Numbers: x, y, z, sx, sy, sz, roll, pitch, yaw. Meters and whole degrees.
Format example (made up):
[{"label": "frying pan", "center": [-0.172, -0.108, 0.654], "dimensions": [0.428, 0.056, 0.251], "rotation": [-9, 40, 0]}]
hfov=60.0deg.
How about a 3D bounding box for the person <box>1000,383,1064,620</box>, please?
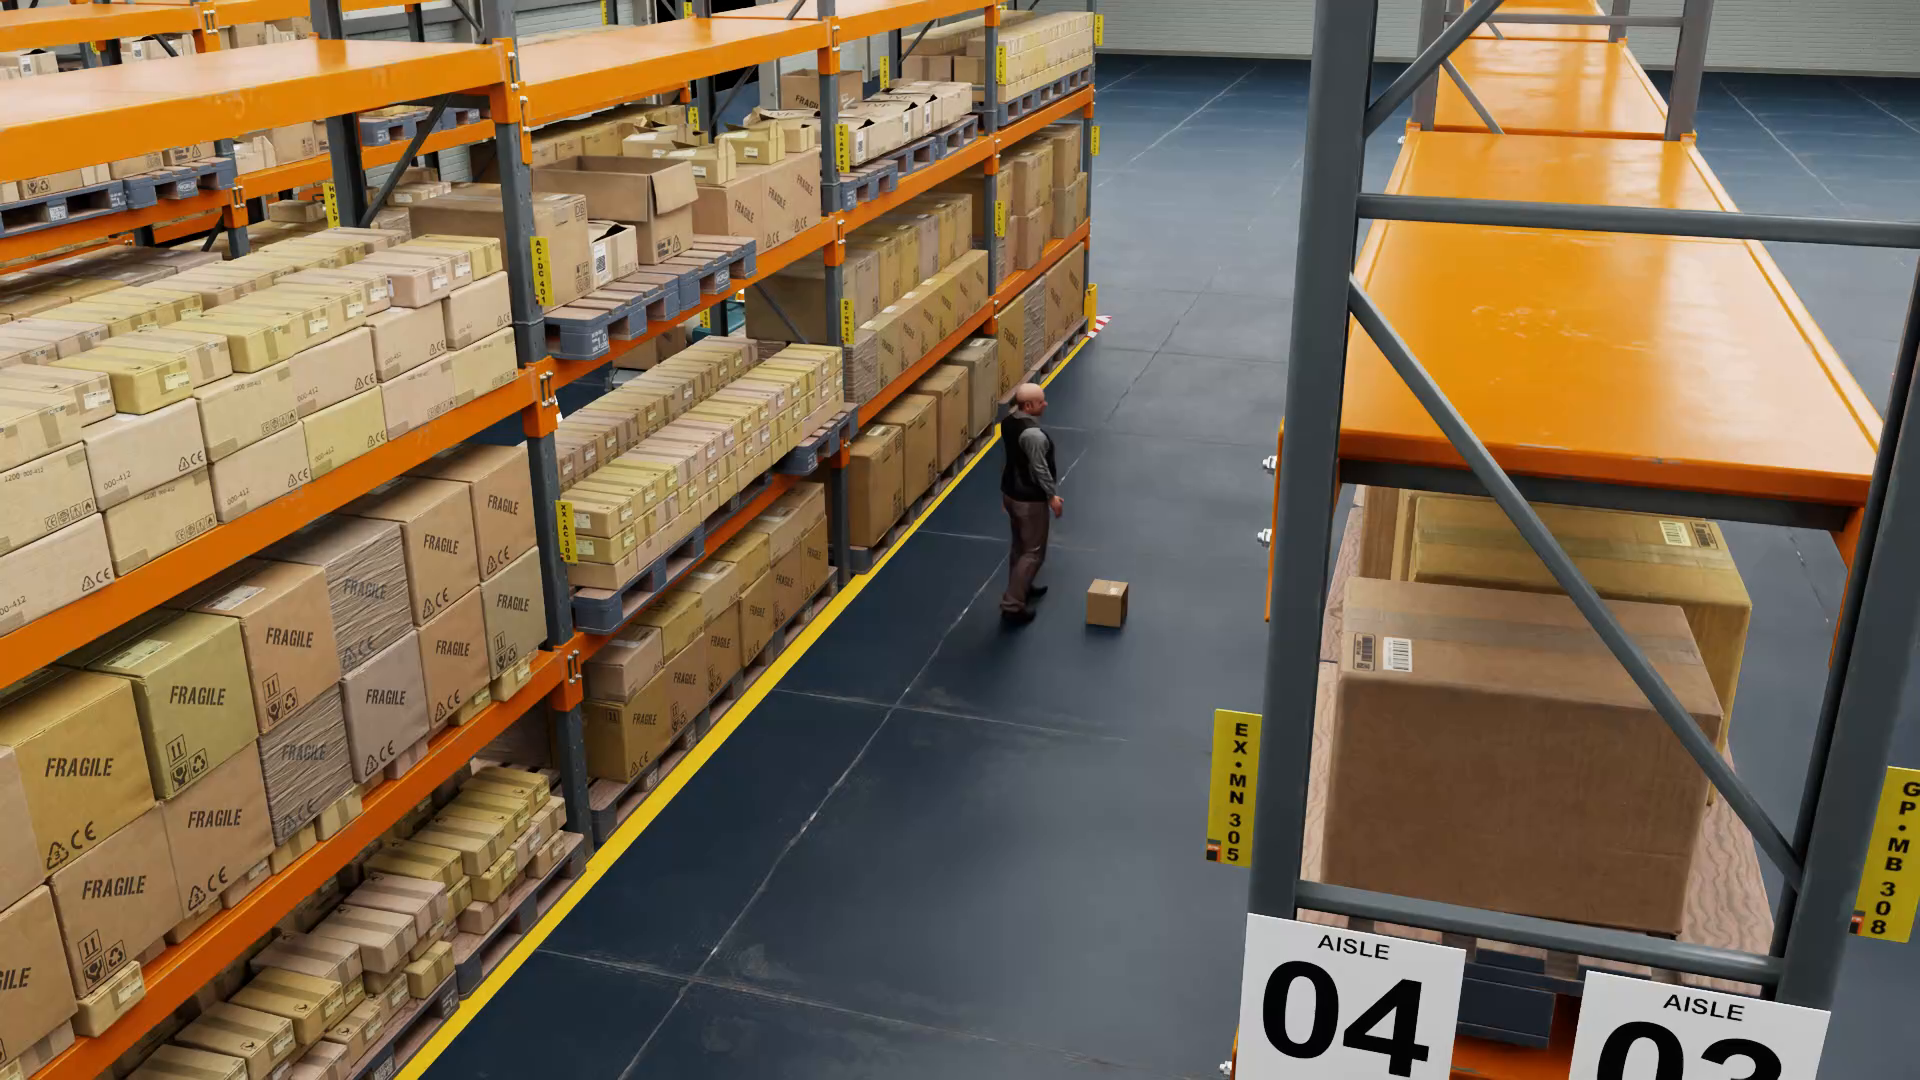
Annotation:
[{"label": "person", "center": [0.477, -0.293, 11.824], "dimensions": [0.532, 1.721, 0.537], "rotation": [-8, 23, -19]}]
